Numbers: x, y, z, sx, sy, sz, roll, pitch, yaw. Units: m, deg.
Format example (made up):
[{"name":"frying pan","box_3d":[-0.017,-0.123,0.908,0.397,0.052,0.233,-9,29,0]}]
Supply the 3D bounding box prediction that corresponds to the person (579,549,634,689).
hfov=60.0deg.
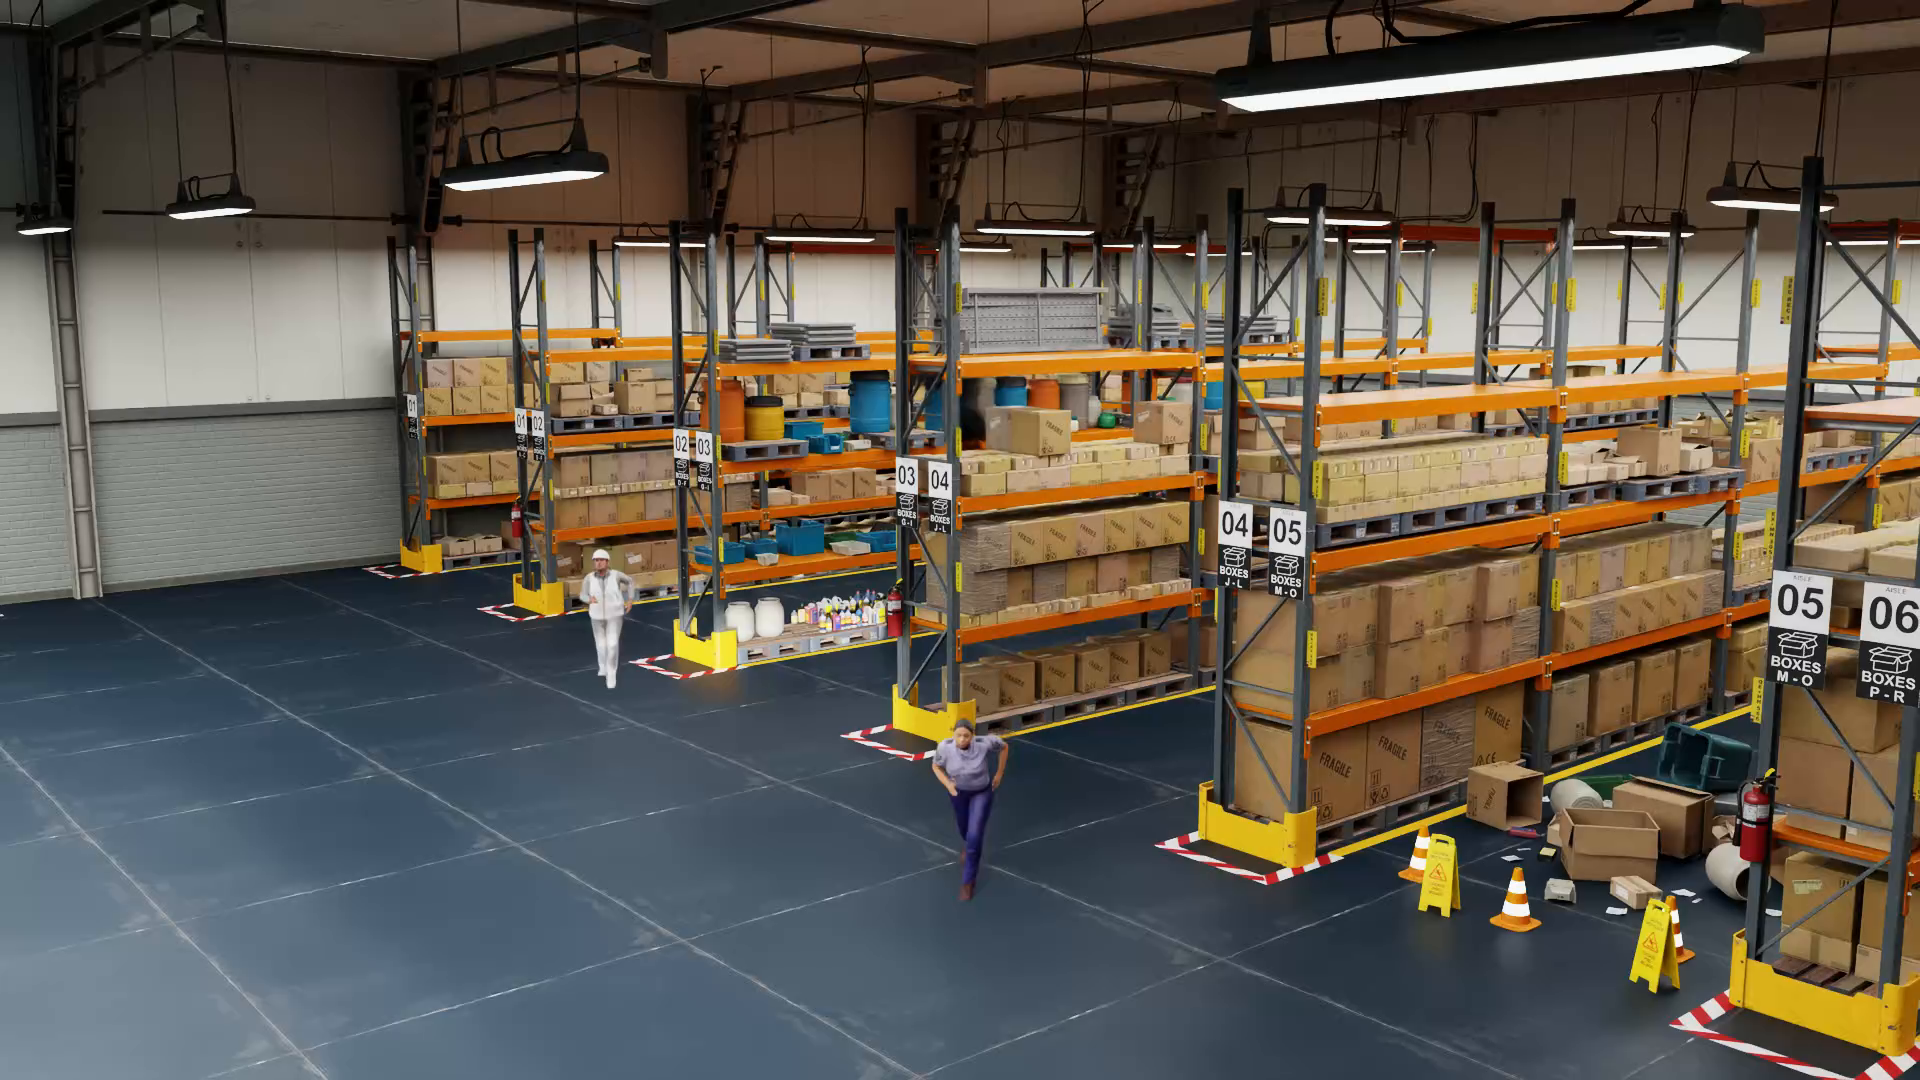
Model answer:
[{"name":"person","box_3d":[-4.563,1.003,21.508,0.659,1.807,0.879,0,9,-1]}]

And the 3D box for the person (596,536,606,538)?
[{"name":"person","box_3d":[-6.211,-0.196,29.040,0.652,1.825,0.886,8,12,42]}]

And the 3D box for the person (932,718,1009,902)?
[{"name":"person","box_3d":[0.102,2.240,14.376,0.648,1.600,0.962,1,9,7]}]
